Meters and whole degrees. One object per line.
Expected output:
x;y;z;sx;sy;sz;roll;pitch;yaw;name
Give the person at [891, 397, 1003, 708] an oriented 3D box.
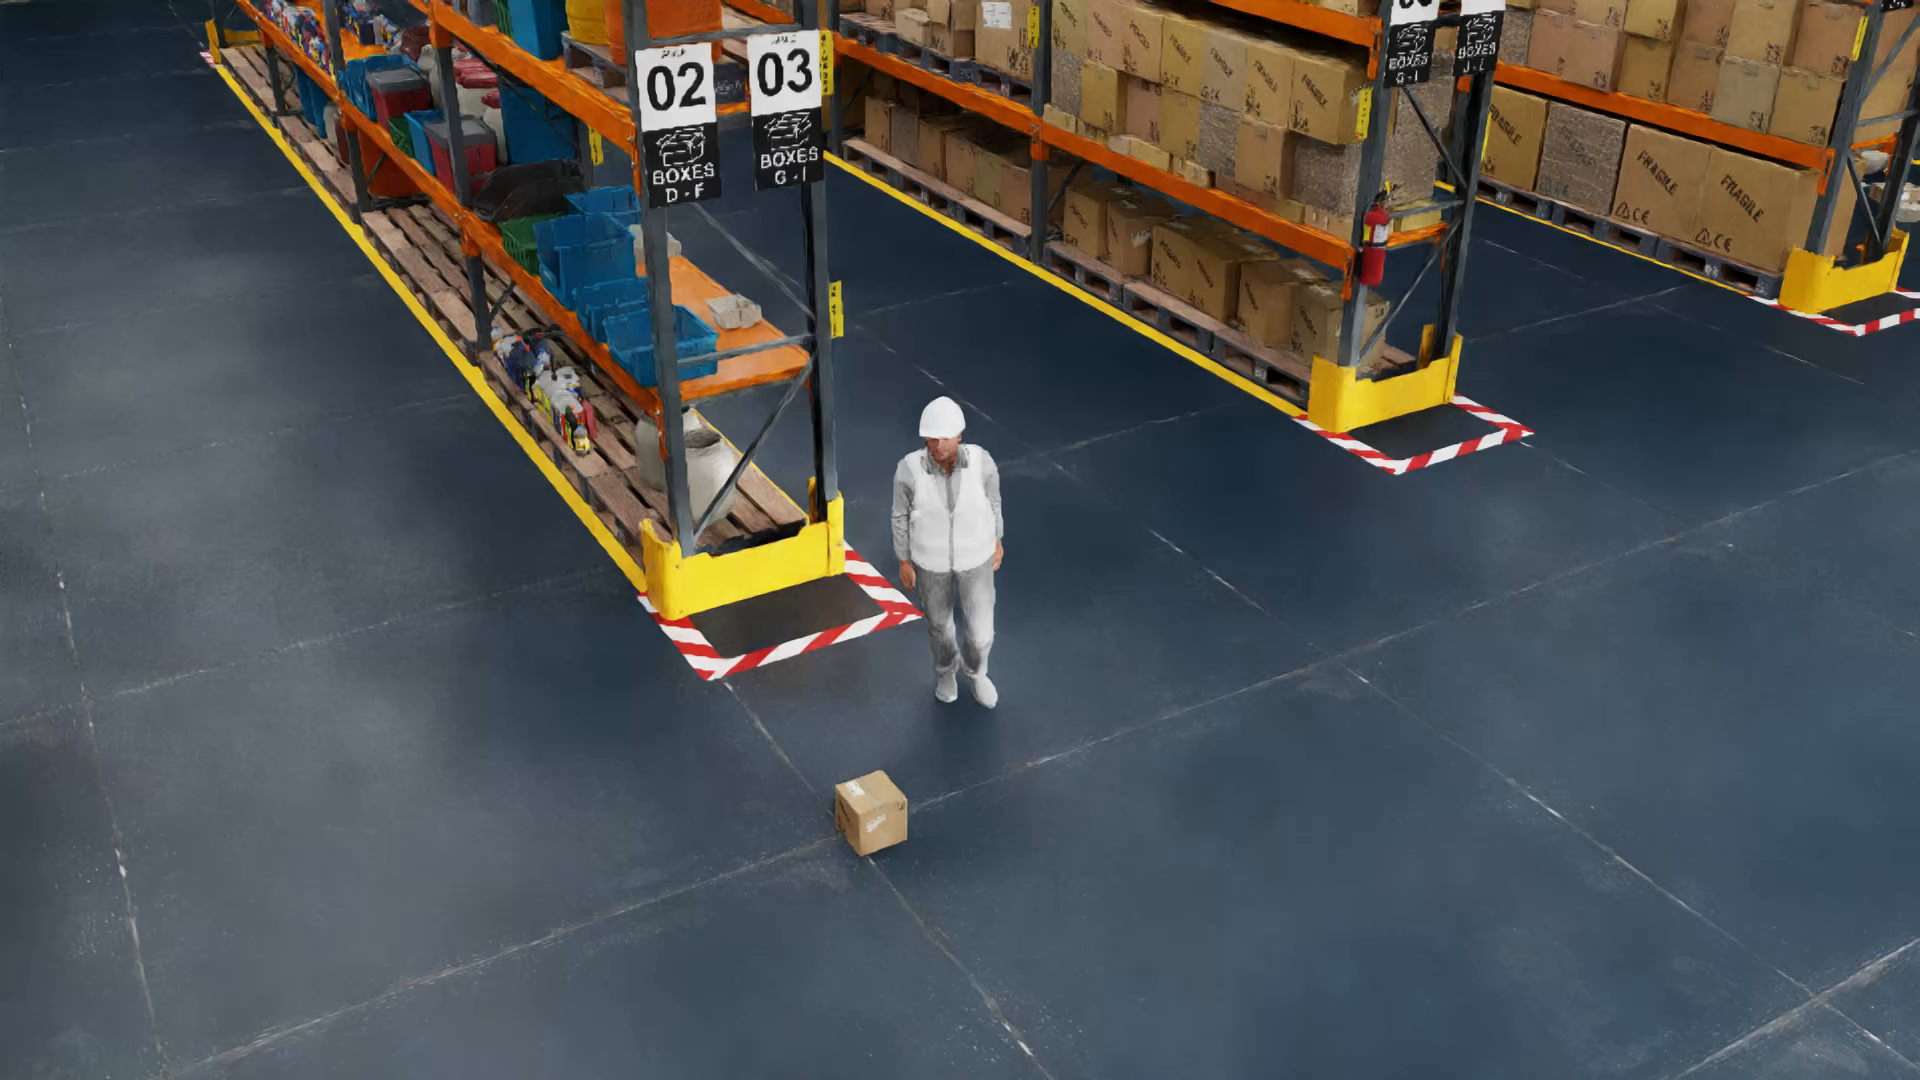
-0.060;0.069;8.374;0.565;1.759;0.533;0;29;0;person
